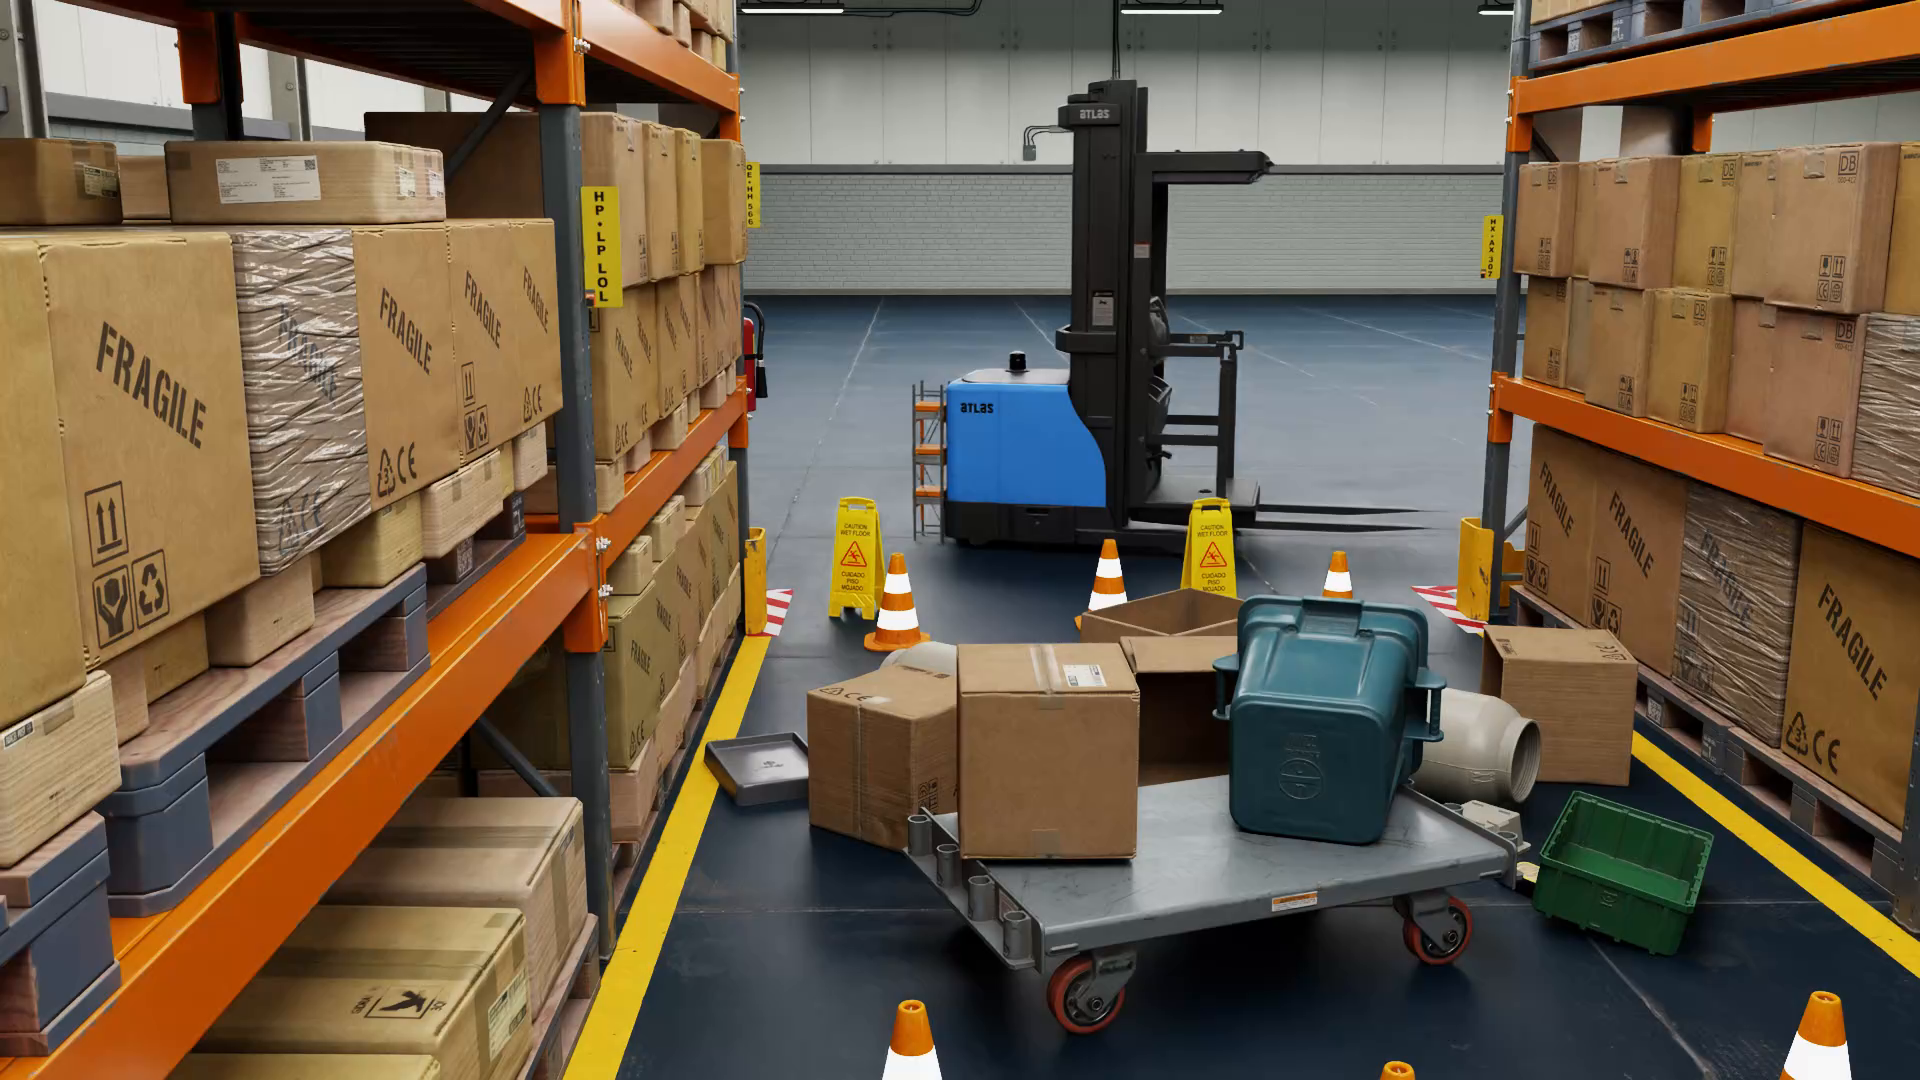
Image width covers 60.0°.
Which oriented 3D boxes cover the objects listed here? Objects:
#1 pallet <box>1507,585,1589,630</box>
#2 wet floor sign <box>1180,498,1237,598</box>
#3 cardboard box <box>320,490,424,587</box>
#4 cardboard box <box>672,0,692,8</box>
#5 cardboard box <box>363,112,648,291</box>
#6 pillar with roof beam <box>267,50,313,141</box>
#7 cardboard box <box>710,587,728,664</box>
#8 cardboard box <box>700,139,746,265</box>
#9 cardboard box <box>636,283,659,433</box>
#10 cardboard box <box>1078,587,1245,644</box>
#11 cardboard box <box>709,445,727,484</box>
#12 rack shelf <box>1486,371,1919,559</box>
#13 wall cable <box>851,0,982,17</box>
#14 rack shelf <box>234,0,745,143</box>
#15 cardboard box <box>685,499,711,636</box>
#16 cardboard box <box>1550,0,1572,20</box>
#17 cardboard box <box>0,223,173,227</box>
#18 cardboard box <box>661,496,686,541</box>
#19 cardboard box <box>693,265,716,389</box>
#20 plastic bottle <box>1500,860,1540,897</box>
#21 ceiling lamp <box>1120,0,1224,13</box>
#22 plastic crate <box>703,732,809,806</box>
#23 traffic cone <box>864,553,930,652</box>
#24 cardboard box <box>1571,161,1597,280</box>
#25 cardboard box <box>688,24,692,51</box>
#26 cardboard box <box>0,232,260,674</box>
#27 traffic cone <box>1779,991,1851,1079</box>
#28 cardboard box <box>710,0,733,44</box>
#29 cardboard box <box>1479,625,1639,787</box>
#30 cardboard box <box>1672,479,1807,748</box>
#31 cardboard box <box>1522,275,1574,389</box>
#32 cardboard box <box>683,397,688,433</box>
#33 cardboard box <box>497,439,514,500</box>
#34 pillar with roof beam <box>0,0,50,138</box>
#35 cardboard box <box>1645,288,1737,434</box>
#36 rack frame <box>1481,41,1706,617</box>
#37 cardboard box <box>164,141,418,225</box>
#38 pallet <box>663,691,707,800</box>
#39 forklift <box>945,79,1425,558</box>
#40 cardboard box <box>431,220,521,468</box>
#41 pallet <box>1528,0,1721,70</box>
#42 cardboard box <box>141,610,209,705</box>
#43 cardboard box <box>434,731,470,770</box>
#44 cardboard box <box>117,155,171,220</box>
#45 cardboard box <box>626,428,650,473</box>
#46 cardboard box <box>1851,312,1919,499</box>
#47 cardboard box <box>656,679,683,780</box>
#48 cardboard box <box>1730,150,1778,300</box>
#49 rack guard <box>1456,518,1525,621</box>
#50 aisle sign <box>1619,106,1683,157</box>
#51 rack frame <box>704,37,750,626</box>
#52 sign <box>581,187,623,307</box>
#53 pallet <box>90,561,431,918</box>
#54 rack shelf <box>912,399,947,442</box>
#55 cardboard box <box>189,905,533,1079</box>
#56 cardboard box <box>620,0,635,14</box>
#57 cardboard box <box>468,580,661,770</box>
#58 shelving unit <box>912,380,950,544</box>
[{"bbox_3d":[3.424,0.459,8.267,1.003,0.211,1.213,0,11,-1],"label":"pallet"},{"bbox_3d":[1.349,0.090,8.994,0.267,0.644,0.232,-2,12,-11],"label":"wet floor sign"},{"bbox_3d":[-1.242,-0.010,3.138,0.380,0.149,0.250,0,11,-1],"label":"cardboard box"},{"bbox_3d":[-1.300,-2.164,6.267,0.500,0.250,0.500,0,11,-1],"label":"cardboard box"},{"bbox_3d":[-1.327,-1.004,4.949,0.700,0.500,0.500,0,11,-2],"label":"cardboard box"},{"bbox_3d":[-3.411,-6.206,19.016,9.100,9.000,0.400,0,11,-1],"label":"pillar with roof beam"},{"bbox_3d":[-1.329,0.378,7.509,0.500,0.250,0.500,0,11,-1],"label":"cardboard box"},{"bbox_3d":[-1.272,-1.409,6.943,0.700,0.500,0.500,0,11,-2],"label":"cardboard box"},{"bbox_3d":[-1.299,-0.614,5.541,0.500,0.500,0.500,0,11,-1],"label":"cardboard box"},{"bbox_3d":[0.950,0.536,7.151,0.797,0.503,0.637,-10,15,-40],"label":"cardboard box"},{"bbox_3d":[-1.265,-0.339,7.527,0.380,0.149,0.250,0,11,0],"label":"cardboard box"},{"bbox_3d":[3.371,-0.316,6.883,1.077,0.370,4.000,0,11,-1],"label":"rack shelf"},{"bbox_3d":[-1.027,-13.564,38.951,3.097,2.526,0.112,0,11,-1],"label":"wall cable"},{"bbox_3d":[-1.576,-1.746,6.386,1.077,0.370,4.000,0,11,-1],"label":"rack shelf"},{"bbox_3d":[-1.323,0.110,6.944,0.500,0.500,0.500,-1,11,-2],"label":"cardboard box"},{"bbox_3d":[3.022,-2.548,7.854,0.380,0.149,0.250,0,11,-1],"label":"cardboard box"},{"bbox_3d":[-1.804,-0.339,3.131,0.500,0.500,0.500,0,11,-1],"label":"cardboard box"},{"bbox_3d":[-1.241,-0.074,6.220,0.380,0.149,0.250,0,11,2],"label":"cardboard box"},{"bbox_3d":[-1.318,-0.915,7.025,0.500,0.500,0.500,0,11,-1],"label":"cardboard box"},{"bbox_3d":[1.897,1.120,5.384,0.133,0.061,0.283,-7,13,-30],"label":"plastic bottle"},{"bbox_3d":[4.130,-11.909,32.445,2.000,3.185,0.800,0,11,-1],"label":"ceiling lamp"},{"bbox_3d":[-0.747,0.885,6.498,0.402,0.080,0.583,-4,12,-21],"label":"plastic crate"},{"bbox_3d":[-0.319,0.297,8.429,0.336,0.463,0.334,0,11,-1],"label":"traffic cone"},{"bbox_3d":[3.402,-1.486,7.748,0.875,0.550,0.550,0,11,-1],"label":"cardboard box"},{"bbox_3d":[-1.330,-2.101,6.958,0.380,0.149,0.250,0,11,-2],"label":"cardboard box"},{"bbox_3d":[-1.266,-0.136,2.128,0.500,0.500,0.500,0,11,0],"label":"cardboard box"},{"bbox_3d":[1.930,1.245,3.760,0.336,0.463,0.334,0,11,-1],"label":"traffic cone"},{"bbox_3d":[-1.337,-2.468,7.763,0.500,0.250,0.500,0,11,-2],"label":"cardboard box"},{"bbox_3d":[2.354,0.648,6.601,0.500,0.500,0.500,2,12,9],"label":"cardboard box"},{"bbox_3d":[3.447,0.260,6.522,0.875,0.875,0.875,0,11,-1],"label":"cardboard box"},{"bbox_3d":[3.382,-1.066,8.394,0.875,0.550,0.550,0,11,-1],"label":"cardboard box"},{"bbox_3d":[-1.271,-0.476,6.493,0.380,0.149,0.250,0,11,-1],"label":"cardboard box"},{"bbox_3d":[-1.260,-0.160,3.879,0.380,0.149,0.250,-1,11,-3],"label":"cardboard box"},{"bbox_3d":[-3.287,-5.013,13.137,9.100,9.000,0.400,0,11,-1],"label":"pillar with roof beam"},{"bbox_3d":[3.354,-0.740,6.786,0.875,0.550,0.500,0,11,-1],"label":"cardboard box"},{"bbox_3d":[3.329,-1.066,8.771,1.000,3.000,0.127,0,11,-1],"label":"rack frame"},{"bbox_3d":[-1.243,-0.667,3.116,0.380,0.149,0.250,-1,11,-4],"label":"cardboard box"},{"bbox_3d":[-1.612,0.759,6.786,1.003,0.211,1.213,0,11,-1],"label":"pallet"},{"bbox_3d":[1.471,-1.421,10.691,3.031,2.935,1.130,2,12,12],"label":"forklift"},{"bbox_3d":[-1.284,-0.442,3.638,0.500,0.500,0.500,0,11,-1],"label":"cardboard box"},{"bbox_3d":[3.355,-2.346,7.755,1.003,0.211,1.213,0,11,-1],"label":"pallet"},{"bbox_3d":[-1.318,0.147,2.366,0.380,0.149,0.250,0,11,1],"label":"cardboard box"},{"bbox_3d":[-1.815,0.427,5.384,0.500,0.500,0.500,0,11,-2],"label":"cardboard box"},{"bbox_3d":[-1.879,-0.854,4.039,0.380,0.149,0.250,0,11,-1],"label":"cardboard box"},{"bbox_3d":[-1.284,-0.324,5.742,0.380,0.149,0.250,0,11,1],"label":"cardboard box"},{"bbox_3d":[3.392,-0.418,5.198,0.875,0.550,0.550,0,11,-1],"label":"cardboard box"},{"bbox_3d":[-1.299,0.686,5.991,0.500,0.250,0.500,0,11,2],"label":"cardboard box"},{"bbox_3d":[3.438,-1.164,6.160,0.875,0.550,0.550,0,11,-1],"label":"cardboard box"},{"bbox_3d":[3.329,0.154,9.043,1.175,0.500,0.348,0,11,-1],"label":"rack guard"},{"bbox_3d":[3.628,-2.356,8.588,0.394,0.787,0.004,0,11,-1],"label":"aisle sign"},{"bbox_3d":[-1.617,-1.026,8.572,1.000,3.000,0.127,0,11,-1],"label":"rack frame"},{"bbox_3d":[-0.980,-0.801,4.552,0.100,0.325,0.005,0,11,-1],"label":"sign"},{"bbox_3d":[-1.534,0.265,2.691,1.003,0.211,1.213,0,11,-1],"label":"pallet"},{"bbox_3d":[-0.185,-0.781,10.895,0.215,0.259,0.240,2,12,11],"label":"rack shelf"},{"bbox_3d":[-1.503,1.098,3.654,0.950,0.372,0.625,0,11,2],"label":"cardboard box"},{"bbox_3d":[-1.321,-1.845,5.696,0.380,0.149,0.250,-1,11,-3],"label":"cardboard box"},{"bbox_3d":[-1.277,0.425,5.393,0.500,0.500,0.500,0,11,2],"label":"cardboard box"},{"bbox_3d":[-0.185,-0.513,10.950,0.215,1.050,0.252,2,12,11],"label":"shelving unit"}]
